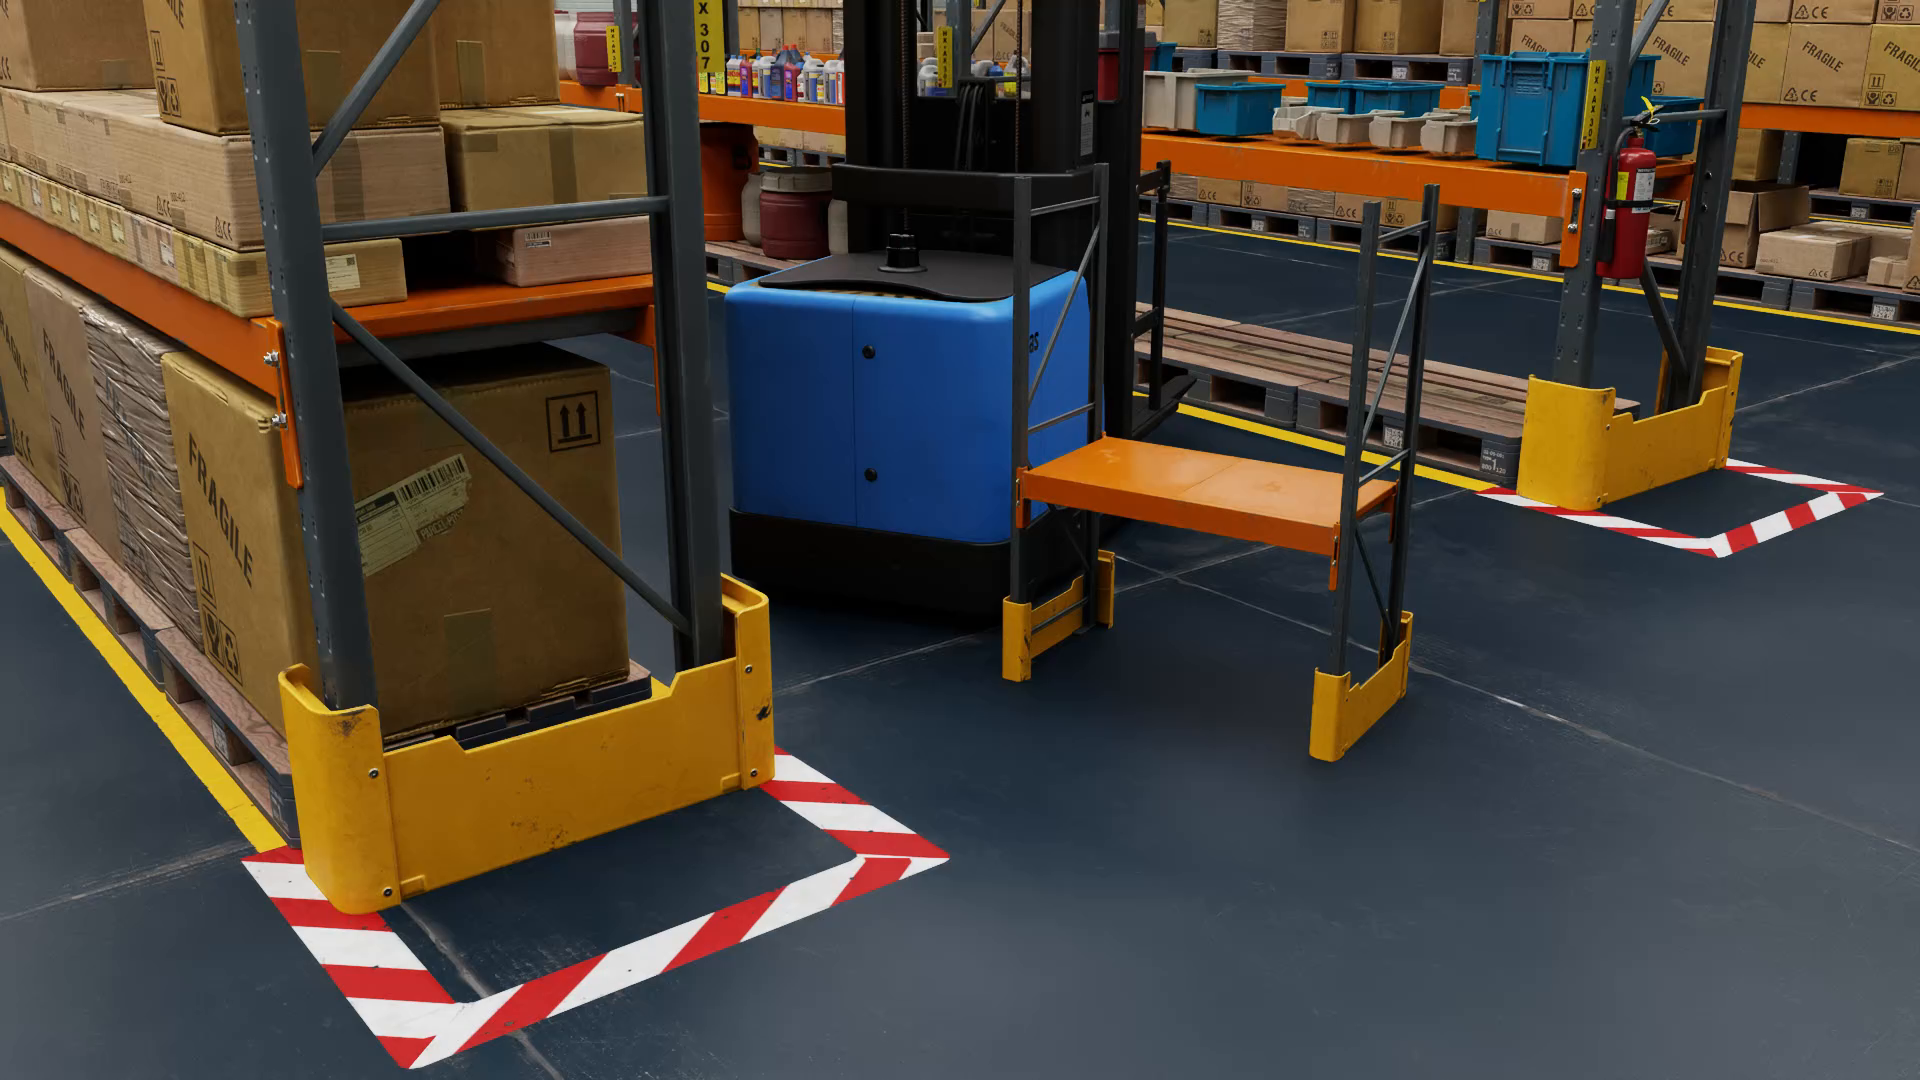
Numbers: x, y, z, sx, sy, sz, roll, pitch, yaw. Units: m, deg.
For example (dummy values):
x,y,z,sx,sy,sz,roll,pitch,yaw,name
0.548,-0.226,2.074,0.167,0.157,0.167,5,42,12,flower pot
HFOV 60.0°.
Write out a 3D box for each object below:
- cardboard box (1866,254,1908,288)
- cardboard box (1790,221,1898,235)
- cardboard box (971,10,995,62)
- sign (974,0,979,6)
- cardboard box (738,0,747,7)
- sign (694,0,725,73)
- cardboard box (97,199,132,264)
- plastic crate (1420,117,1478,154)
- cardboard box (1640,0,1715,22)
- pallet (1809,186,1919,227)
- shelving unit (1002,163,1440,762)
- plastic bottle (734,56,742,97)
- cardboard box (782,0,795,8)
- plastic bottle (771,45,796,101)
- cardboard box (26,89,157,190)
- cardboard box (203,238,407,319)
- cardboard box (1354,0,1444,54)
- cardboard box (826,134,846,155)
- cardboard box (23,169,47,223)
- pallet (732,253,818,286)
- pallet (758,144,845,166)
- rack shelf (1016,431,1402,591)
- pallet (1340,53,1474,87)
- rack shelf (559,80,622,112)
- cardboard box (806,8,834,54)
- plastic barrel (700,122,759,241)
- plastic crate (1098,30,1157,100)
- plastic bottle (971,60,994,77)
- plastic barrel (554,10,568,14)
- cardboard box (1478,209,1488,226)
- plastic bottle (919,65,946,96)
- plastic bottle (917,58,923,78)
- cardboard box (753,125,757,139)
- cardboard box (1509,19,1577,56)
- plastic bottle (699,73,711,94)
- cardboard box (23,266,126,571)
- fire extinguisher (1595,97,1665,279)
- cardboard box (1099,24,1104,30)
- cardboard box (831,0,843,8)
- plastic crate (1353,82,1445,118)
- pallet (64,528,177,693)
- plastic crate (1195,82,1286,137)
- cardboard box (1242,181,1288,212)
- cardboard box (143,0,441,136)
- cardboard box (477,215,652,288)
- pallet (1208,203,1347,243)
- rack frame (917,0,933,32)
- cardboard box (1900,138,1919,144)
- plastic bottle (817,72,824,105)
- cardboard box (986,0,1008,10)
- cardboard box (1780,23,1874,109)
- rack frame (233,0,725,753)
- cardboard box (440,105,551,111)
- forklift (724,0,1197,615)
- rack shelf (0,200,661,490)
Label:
x,y,z,sx,sy,sz,roll,pitch,yaw,name
6.008,-1.724,10.603,0.380,0.166,0.250,-14,23,-36,cardboard box
5.983,-1.996,11.292,0.500,0.250,0.500,-14,23,-36,cardboard box
0.371,-5.215,17.181,0.500,0.500,0.500,-14,23,-36,cardboard box
0.240,-7.872,23.986,0.100,0.325,0.005,-14,23,-36,sign
-2.498,-6.562,20.216,0.380,0.149,0.250,-15,23,-38,cardboard box
-0.610,-1.279,3.951,0.100,0.325,0.005,-14,23,-36,sign
-2.163,-0.880,4.647,0.380,0.149,0.250,-15,23,-37,cardboard box
2.186,-1.760,7.228,0.396,0.136,0.243,-14,23,-36,plastic crate
4.947,-3.739,11.134,0.500,0.500,0.500,-15,23,-38,cardboard box
8.527,-3.083,15.339,1.003,0.211,1.213,-14,23,-36,pallet
0.733,-0.275,4.806,1.083,1.500,0.587,12,22,32,shelving unit
-1.494,-3.169,11.367,0.097,0.271,0.097,0,18,0,plastic bottle
-1.856,-6.307,19.447,0.380,0.149,0.250,-13,22,-35,cardboard box
-1.161,-3.087,10.992,0.144,0.351,0.185,-14,23,-36,plastic bottle
-2.515,-1.240,5.100,0.500,0.250,0.500,-14,23,-36,cardboard box
-1.528,-0.628,3.887,0.380,0.149,0.250,-13,23,-35,cardboard box
3.640,-4.206,13.467,0.700,0.500,0.500,-10,21,-28,cardboard box
-1.191,-4.579,19.126,0.500,0.250,0.500,-14,23,-36,cardboard box
-2.804,-1.133,5.413,0.380,0.149,0.250,-14,23,-35,cardboard box
-0.858,-1.852,11.619,1.003,0.211,1.213,-14,23,-36,pallet
-1.954,-4.795,20.506,1.003,0.211,1.213,-14,23,-36,pallet
0.726,-0.106,4.868,1.000,0.185,0.538,12,22,32,rack shelf
3.825,-3.769,13.279,1.003,0.211,1.213,-14,23,-36,pallet
-3.375,-3.813,14.251,1.077,0.370,4.000,-14,23,-36,rack shelf
-1.345,-5.898,19.243,0.700,0.500,0.500,-14,23,-37,cardboard box
-1.816,-2.714,12.571,0.600,0.830,0.708,-14,23,-36,plastic barrel
0.708,-2.466,8.841,0.402,0.464,0.583,-14,23,-36,plastic crate
0.134,-2.896,10.534,0.152,0.276,0.135,-14,23,-36,plastic bottle
-3.471,-4.146,13.896,0.433,0.535,0.433,0,18,0,plastic barrel
4.126,-2.831,13.417,0.500,0.500,0.500,-15,24,-39,cardboard box
-0.148,-2.651,9.795,0.152,0.276,0.135,-14,23,-36,plastic bottle
-0.333,-3.004,10.861,0.152,0.276,0.135,-14,23,-36,plastic bottle
-2.433,-5.072,20.613,0.500,0.250,0.500,-14,23,-36,cardboard box
4.338,-3.511,12.034,0.500,0.500,0.500,-13,22,-35,cardboard box
-1.783,-3.281,11.684,0.061,0.283,0.133,-14,23,-36,plastic bottle
-2.626,-0.500,5.814,0.875,0.875,0.875,-14,23,-36,cardboard box
2.571,-1.351,6.387,0.296,0.674,0.183,-14,23,-36,fire extinguisher
1.990,-6.822,22.401,0.500,0.250,0.500,-14,23,-36,cardboard box
-1.220,-6.055,18.687,0.380,0.149,0.250,-15,23,-37,cardboard box
2.121,-2.089,8.071,0.416,0.233,0.300,-14,23,-36,plastic crate
-2.360,0.118,5.671,1.003,0.211,1.213,-14,23,-36,pallet
1.358,-2.096,8.090,0.416,0.233,0.300,-14,23,-36,plastic crate
2.776,-3.102,14.235,0.500,0.500,0.500,-15,23,-38,cardboard box
-1.557,-1.219,3.844,0.500,0.500,0.500,-14,23,-35,cardboard box
-1.010,-0.757,4.275,0.380,0.149,0.250,-14,23,-36,cardboard box
2.939,-2.812,14.520,1.003,0.211,1.213,-14,23,-36,pallet
-0.732,-5.613,18.543,1.000,3.000,0.127,-14,23,-36,rack frame
8.570,-3.606,14.758,0.380,0.149,0.250,-13,22,-34,cardboard box
-0.865,-2.887,10.624,0.097,0.201,0.097,0,18,0,plastic bottle
0.727,-7.685,23.812,0.500,0.500,0.500,-14,23,-36,cardboard box
5.597,-3.012,10.529,0.500,0.500,0.500,-14,23,-36,cardboard box
-1.049,-0.724,3.777,1.000,3.000,0.127,-14,23,-36,rack frame
-1.463,-1.092,4.653,0.500,0.250,0.500,-14,23,-37,cardboard box
0.243,-1.572,6.447,1.130,2.935,3.031,8,20,22,forklift
-2.291,-0.875,5.378,1.077,0.370,4.000,-14,23,-36,rack shelf
